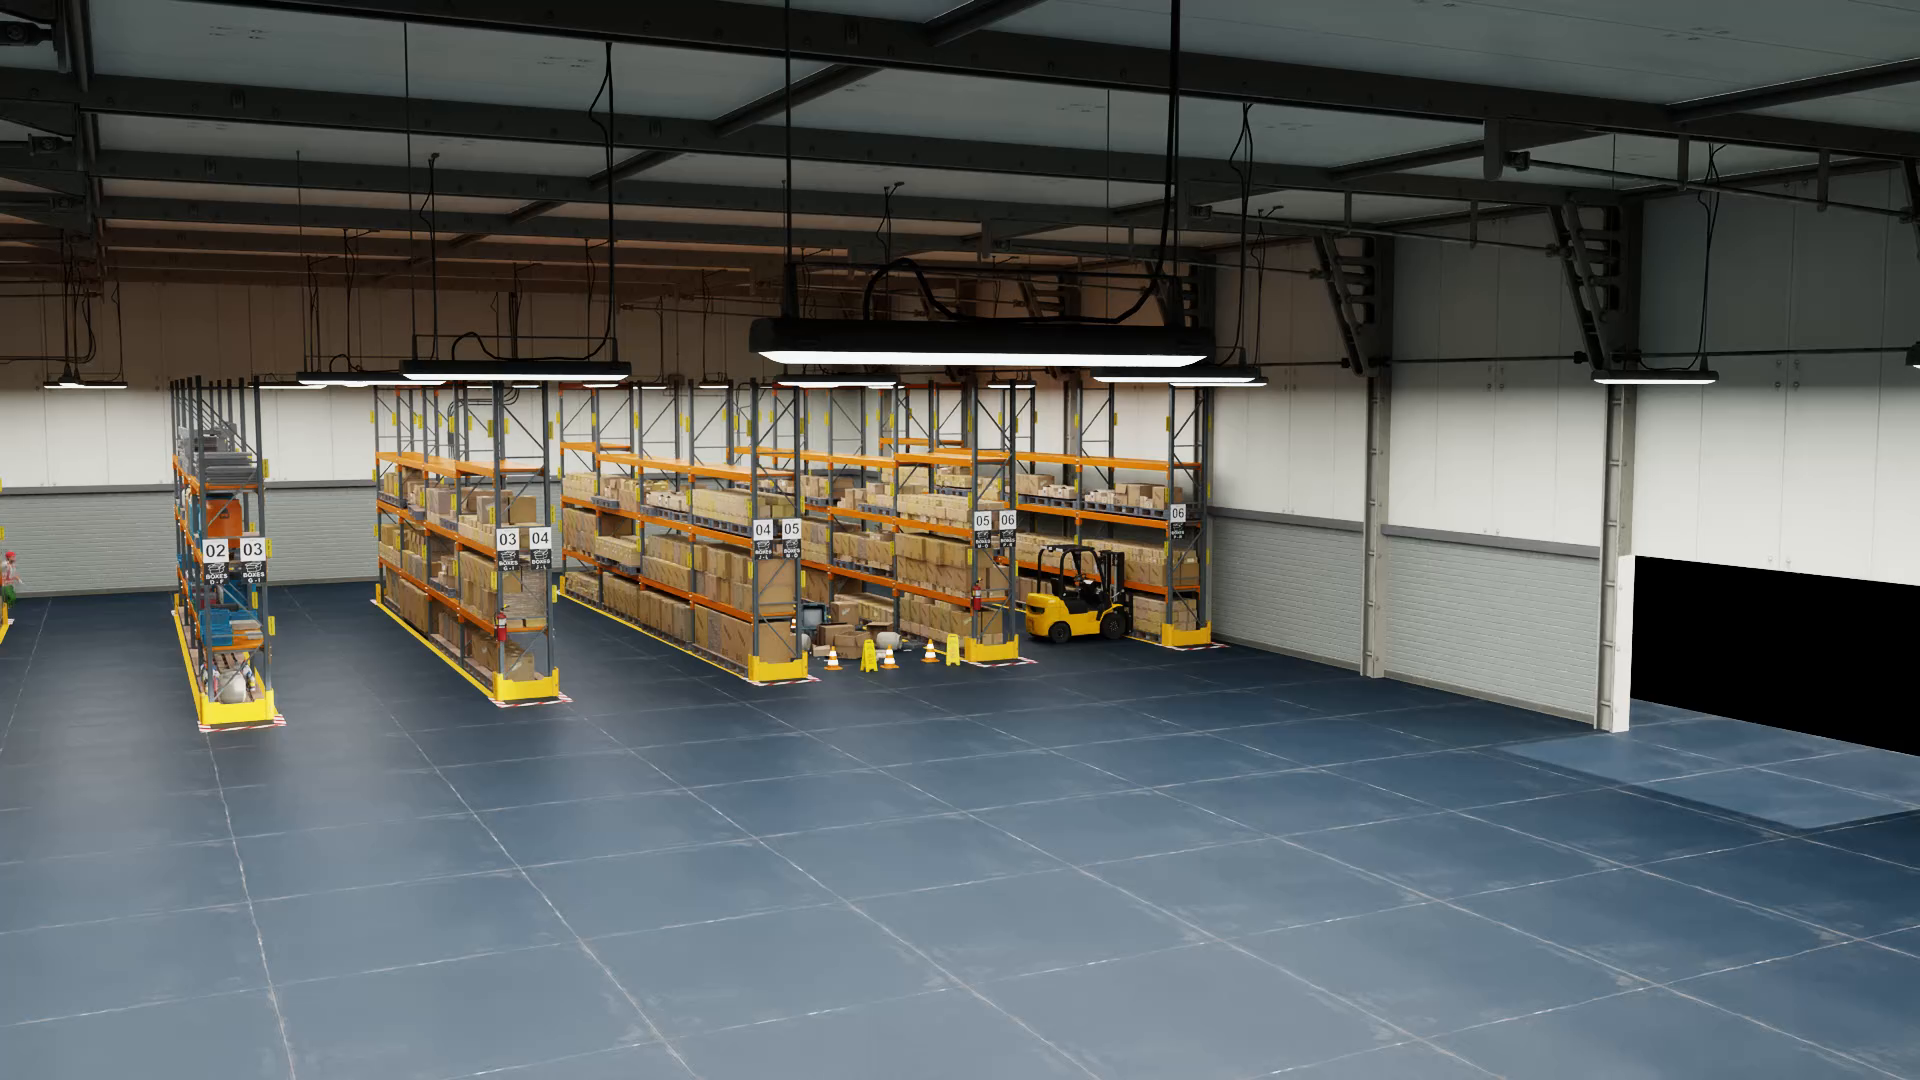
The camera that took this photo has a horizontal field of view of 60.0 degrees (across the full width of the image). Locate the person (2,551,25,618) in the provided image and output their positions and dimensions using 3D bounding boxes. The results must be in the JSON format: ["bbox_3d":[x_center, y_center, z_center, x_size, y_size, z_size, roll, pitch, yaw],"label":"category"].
[{"bbox_3d":[-24.090,1.143,42.077,0.685,1.719,0.670,-1,5,-9],"label":"person"}]
